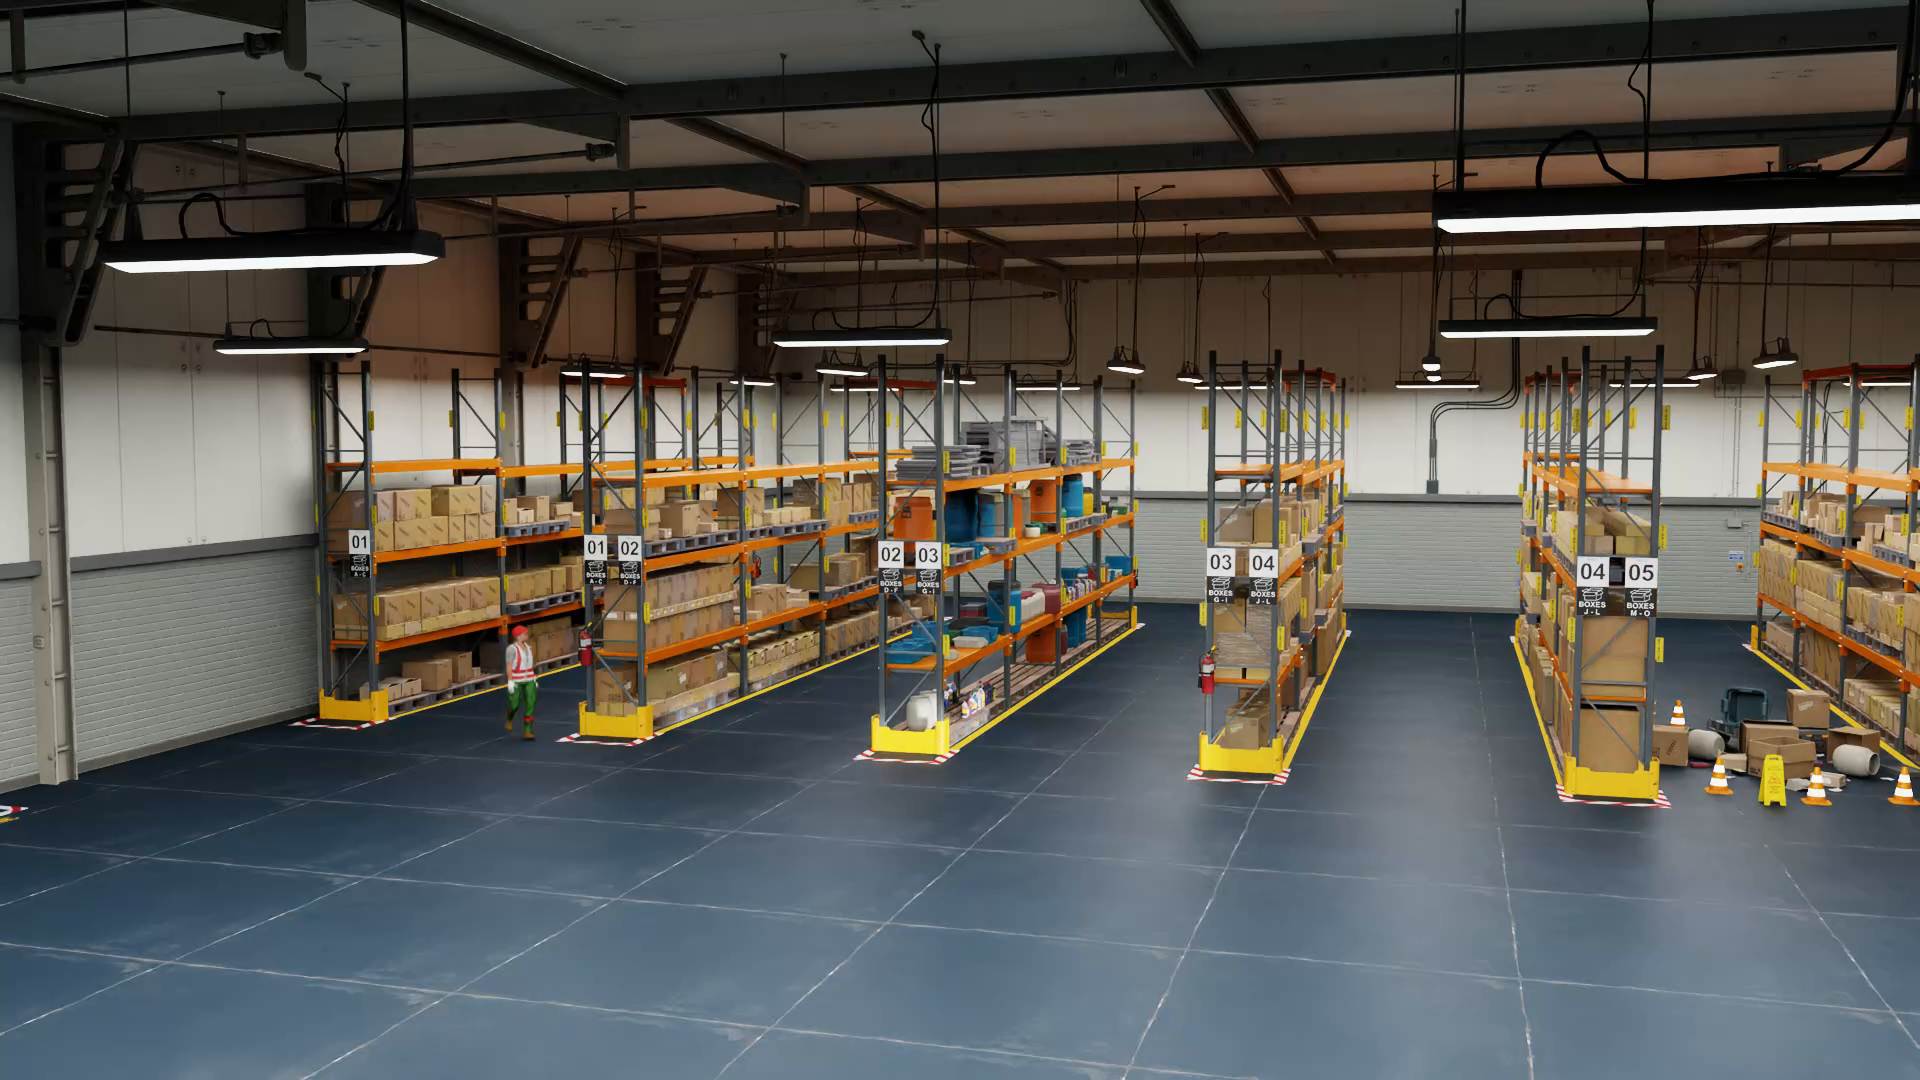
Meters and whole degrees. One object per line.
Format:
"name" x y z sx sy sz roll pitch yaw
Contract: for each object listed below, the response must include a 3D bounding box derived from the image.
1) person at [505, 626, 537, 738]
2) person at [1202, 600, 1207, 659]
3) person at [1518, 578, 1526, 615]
"person" -6.940 2.230 26.314 0.546 1.769 0.683 -2 5 -31
"person" 5.322 1.612 34.925 0.425 1.796 0.598 1 4 20
"person" 13.304 1.417 38.690 0.611 1.673 0.373 1 4 16
